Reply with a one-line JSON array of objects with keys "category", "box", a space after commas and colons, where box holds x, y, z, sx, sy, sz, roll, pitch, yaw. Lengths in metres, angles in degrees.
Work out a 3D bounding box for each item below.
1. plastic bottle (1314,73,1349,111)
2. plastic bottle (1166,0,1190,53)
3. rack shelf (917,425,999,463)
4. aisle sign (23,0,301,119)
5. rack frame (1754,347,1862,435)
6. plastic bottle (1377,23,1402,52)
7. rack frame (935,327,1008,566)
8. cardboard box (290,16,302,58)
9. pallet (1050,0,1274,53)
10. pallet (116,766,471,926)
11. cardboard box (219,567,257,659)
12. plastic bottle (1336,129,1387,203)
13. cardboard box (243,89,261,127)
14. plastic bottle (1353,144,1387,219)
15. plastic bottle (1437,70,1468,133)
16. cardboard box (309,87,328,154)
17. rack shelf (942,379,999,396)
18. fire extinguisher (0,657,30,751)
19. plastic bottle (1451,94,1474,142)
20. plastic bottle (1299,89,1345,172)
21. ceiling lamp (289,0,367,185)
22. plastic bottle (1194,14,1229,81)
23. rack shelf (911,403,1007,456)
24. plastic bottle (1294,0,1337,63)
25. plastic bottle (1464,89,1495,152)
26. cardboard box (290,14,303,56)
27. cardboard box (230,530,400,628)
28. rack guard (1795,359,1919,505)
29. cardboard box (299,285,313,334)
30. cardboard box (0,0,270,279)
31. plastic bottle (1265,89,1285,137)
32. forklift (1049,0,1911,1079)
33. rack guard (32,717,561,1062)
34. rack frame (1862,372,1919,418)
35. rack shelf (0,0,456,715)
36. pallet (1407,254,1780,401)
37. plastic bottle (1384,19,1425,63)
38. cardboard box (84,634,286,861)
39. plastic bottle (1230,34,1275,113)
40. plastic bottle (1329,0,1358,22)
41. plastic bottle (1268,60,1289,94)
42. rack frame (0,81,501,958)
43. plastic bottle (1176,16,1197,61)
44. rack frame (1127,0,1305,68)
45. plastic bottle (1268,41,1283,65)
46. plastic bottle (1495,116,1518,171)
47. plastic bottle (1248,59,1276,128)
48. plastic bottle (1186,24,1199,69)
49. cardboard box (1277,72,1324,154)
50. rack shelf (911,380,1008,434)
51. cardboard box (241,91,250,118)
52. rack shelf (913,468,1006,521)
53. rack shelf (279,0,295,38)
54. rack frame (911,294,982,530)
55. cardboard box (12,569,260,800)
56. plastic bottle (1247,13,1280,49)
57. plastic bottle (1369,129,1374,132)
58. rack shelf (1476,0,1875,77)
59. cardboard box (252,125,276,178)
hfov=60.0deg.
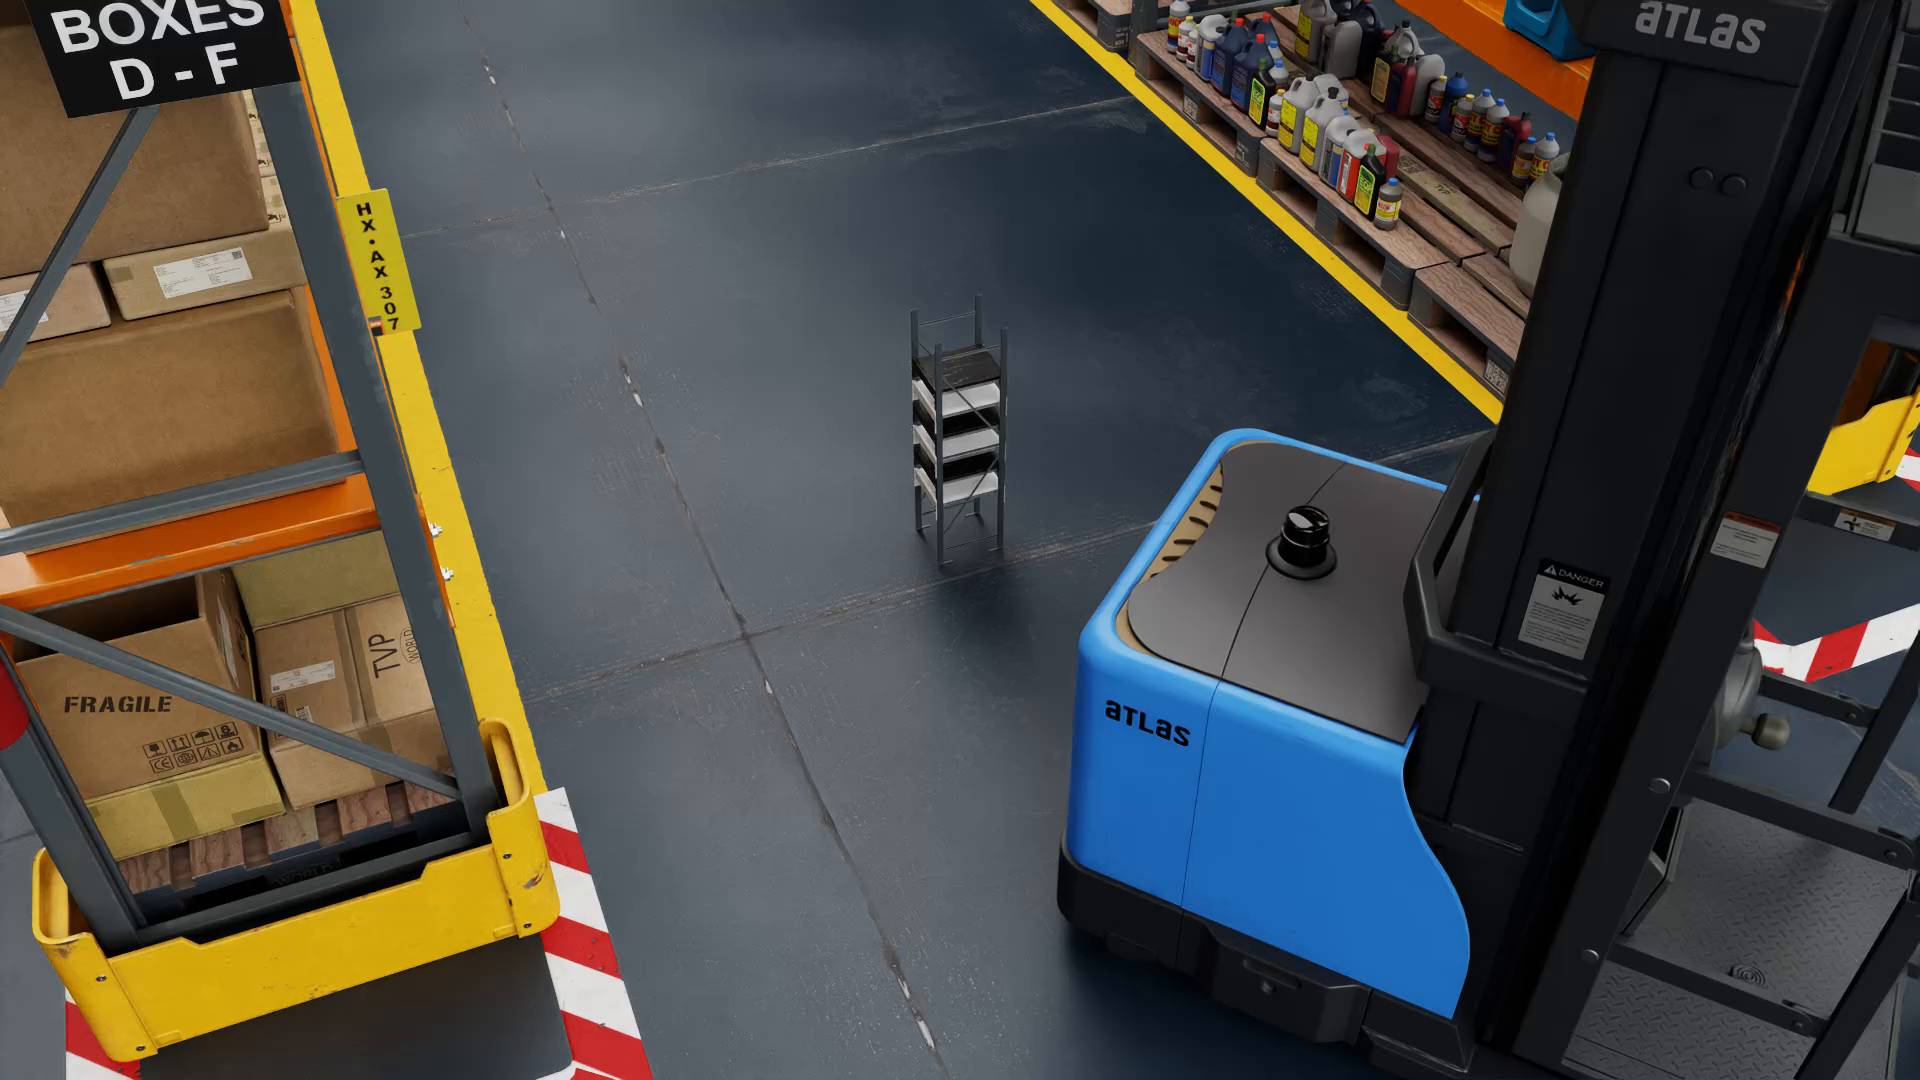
[{"category": "plastic bottle", "box": [1.643, -1.935, 7.451, 0.152, 0.276, 0.135, -15, 43, -17]}, {"category": "plastic bottle", "box": [1.072, -2.539, 8.157, 0.097, 0.271, 0.097, 0, 41, 0]}, {"category": "rack shelf", "box": [-0.003, -0.336, 5.471, 0.221, 0.026, 0.190, -15, 43, -17]}, {"category": "aisle sign", "box": [-1.384, -1.087, 2.720, 0.394, 0.787, 0.004, -15, 43, -17]}, {"category": "rack frame", "box": [2.889, -1.299, 4.960, 0.949, 2.616, 0.053, -15, 43, -17]}, {"category": "plastic bottle", "box": [2.042, -2.325, 7.900, 0.061, 0.283, 0.133, -12, 42, -14]}, {"category": "rack frame", "box": [0.036, -0.285, 5.391, 0.240, 0.900, 0.006, -15, 43, -17]}, {"category": "cardboard box", "box": [-3.151, -2.115, 7.265, 0.500, 0.311, 0.500, -15, 43, -17]}, {"category": "pallet", "box": [1.019, -3.114, 9.209, 1.003, 0.211, 1.213, -15, 43, -17]}, {"category": "pallet", "box": [-2.024, 0.542, 4.958, 1.003, 0.211, 1.213, -15, 43, -17]}, {"category": "cardboard box", "box": [-2.373, 0.271, 4.921, 0.500, 0.250, 0.500, -15, 43, -17]}, {"category": "plastic bottle", "box": [1.707, -1.588, 7.048, 0.152, 0.276, 0.135, -15, 43, -17]}, {"category": "cardboard box", "box": [-1.841, -0.948, 3.977, 0.380, 0.149, 0.250, -15, 43, -17]}, {"category": "plastic bottle", "box": [1.716, -1.498, 6.937, 0.061, 0.283, 0.133, -14, 43, -16]}, {"category": "plastic bottle", "box": [2.233, -1.989, 7.518, 0.097, 0.271, 0.097, 0, 41, 0]}, {"category": "cardboard box", "box": [-3.148, -1.896, 7.441, 0.500, 0.250, 0.500, -16, 43, -18]}, {"category": "rack shelf", "box": [-0.003, -0.537, 5.298, 0.199, 0.015, 0.184, -15, 43, -17]}, {"category": "fire extinguisher", "box": [-2.076, 0.152, 3.333, 0.296, 0.674, 0.183, -15, 43, -17]}, {"category": "plastic bottle", "box": [2.272, -1.901, 7.468, 0.097, 0.201, 0.097, 0, 41, 0]}, {"category": "plastic bottle", "box": [1.587, -1.799, 7.235, 0.144, 0.351, 0.185, -13, 42, -15]}, {"category": "ceiling lamp", "box": [-3.571, -2.857, 9.072, 0.159, 0.001, 4.000, -15, 43, -17]}, {"category": "plastic bottle", "box": [1.221, -2.353, 7.937, 0.152, 0.276, 0.135, -14, 43, -15]}, {"category": "rack shelf", "box": [-0.003, -0.389, 5.425, 0.258, 0.077, 0.200, -15, 43, -17]}, {"category": "plastic bottle", "box": [1.735, -2.518, 8.072, 0.144, 0.351, 0.185, -15, 43, -17]}, {"category": "plastic bottle", "box": [2.310, -1.867, 7.376, 0.097, 0.271, 0.097, 0, 41, 0]}, {"category": "cardboard box", "box": [-3.337, -2.418, 7.618, 0.500, 0.311, 0.500, -16, 43, -17]}, {"category": "cardboard box", "box": [-1.885, -0.145, 4.830, 0.500, 0.500, 0.500, -15, 43, -17]}, {"category": "rack guard", "box": [2.813, -0.385, 5.814, 1.175, 0.500, 0.348, -15, 43, -17]}, {"category": "cardboard box", "box": [-2.064, -0.702, 4.189, 0.700, 0.500, 0.500, -14, 43, -16]}, {"category": "cardboard box", "box": [-1.879, -0.911, 3.437, 0.700, 0.500, 0.500, -15, 43, -17]}, {"category": "plastic bottle", "box": [1.439, -1.934, 7.507, 0.097, 0.201, 0.097, 0, 41, 0]}, {"category": "forklift", "box": [1.725, 0.153, 3.324, 3.031, 2.935, 1.130, 27, 47, 27]}, {"category": "rack guard", "box": [-1.683, 0.897, 4.323, 1.175, 0.500, 0.348, -15, 43, -17]}, {"category": "rack frame", "box": [2.886, -1.298, 4.959, 1.000, 3.000, 0.127, -15, 43, -17]}, {"category": "rack shelf", "box": [-2.457, -0.997, 5.160, 1.077, 0.370, 4.000, -15, 43, -17]}, {"category": "pallet", "box": [2.507, -0.766, 6.479, 1.003, 0.211, 1.213, -15, 43, -17]}, {"category": "plastic bottle", "box": [2.065, -2.244, 7.753, 0.144, 0.351, 0.185, -15, 43, -17]}, {"category": "cardboard box", "box": [-2.170, 0.569, 4.574, 0.500, 0.250, 0.500, -15, 43, -17]}, {"category": "plastic bottle", "box": [1.353, -2.167, 7.664, 0.144, 0.351, 0.185, -17, 43, -19]}, {"category": "plastic bottle", "box": [1.868, -2.554, 8.114, 0.144, 0.351, 0.185, -16, 43, -18]}, {"category": "plastic bottle", "box": [1.444, -2.058, 7.597, 0.097, 0.271, 0.097, 0, 41, 0]}, {"category": "rack frame", "box": [-1.692, -0.065, 3.525, 1.000, 3.000, 0.127, -15, 43, -17]}, {"category": "plastic bottle", "box": [1.111, -2.451, 8.109, 0.097, 0.201, 0.097, 0, 41, 0]}, {"category": "rack frame", "box": [1.355, -3.708, 7.761, 1.000, 3.000, 0.127, -15, 43, -17]}, {"category": "plastic bottle", "box": [1.448, -2.193, 7.755, 0.097, 0.271, 0.097, 0, 41, 0]}, {"category": "plastic bottle", "box": [2.410, -1.746, 7.226, 0.061, 0.283, 0.133, -14, 43, -16]}, {"category": "plastic bottle", "box": [1.377, -2.032, 7.558, 0.061, 0.283, 0.133, -13, 42, -15]}, {"category": "plastic bottle", "box": [1.150, -2.390, 8.037, 0.097, 0.201, 0.097, 0, 41, 0]}, {"category": "cardboard box", "box": [-1.123, -2.335, 7.706, 4.512, 0.551, 3.341, -16, 43, -18]}, {"category": "rack shelf", "box": [-0.003, -0.457, 5.367, 0.258, 0.077, 0.200, -15, 43, -17]}, {"category": "cardboard box", "box": [-2.086, -1.226, 3.804, 0.700, 0.500, 0.500, -16, 43, -18]}, {"category": "rack shelf", "box": [-0.003, -0.184, 5.601, 0.258, 0.077, 0.200, -15, 43, -17]}, {"category": "rack shelf", "box": [-2.457, -2.134, 4.182, 1.077, 0.370, 4.000, -15, 43, -17]}, {"category": "rack frame", "box": [-0.042, -0.407, 5.534, 0.240, 0.900, 0.006, -15, 43, -17]}, {"category": "cardboard box", "box": [-2.172, 0.285, 4.329, 0.500, 0.500, 0.500, -15, 43, -17]}, {"category": "plastic bottle", "box": [1.414, -2.317, 7.838, 0.144, 0.351, 0.185, -15, 43, -17]}, {"category": "plastic bottle", "box": [1.762, -1.686, 7.219, 0.097, 0.201, 0.097, 0, 41, 0]}, {"category": "rack shelf", "box": [2.120, -2.305, 6.531, 0.919, 0.124, 3.809, -15, 43, -17]}, {"category": "cardboard box", "box": [-1.747, -0.797, 3.802, 0.389, 0.149, 0.264, -15, 43, -16]}]
